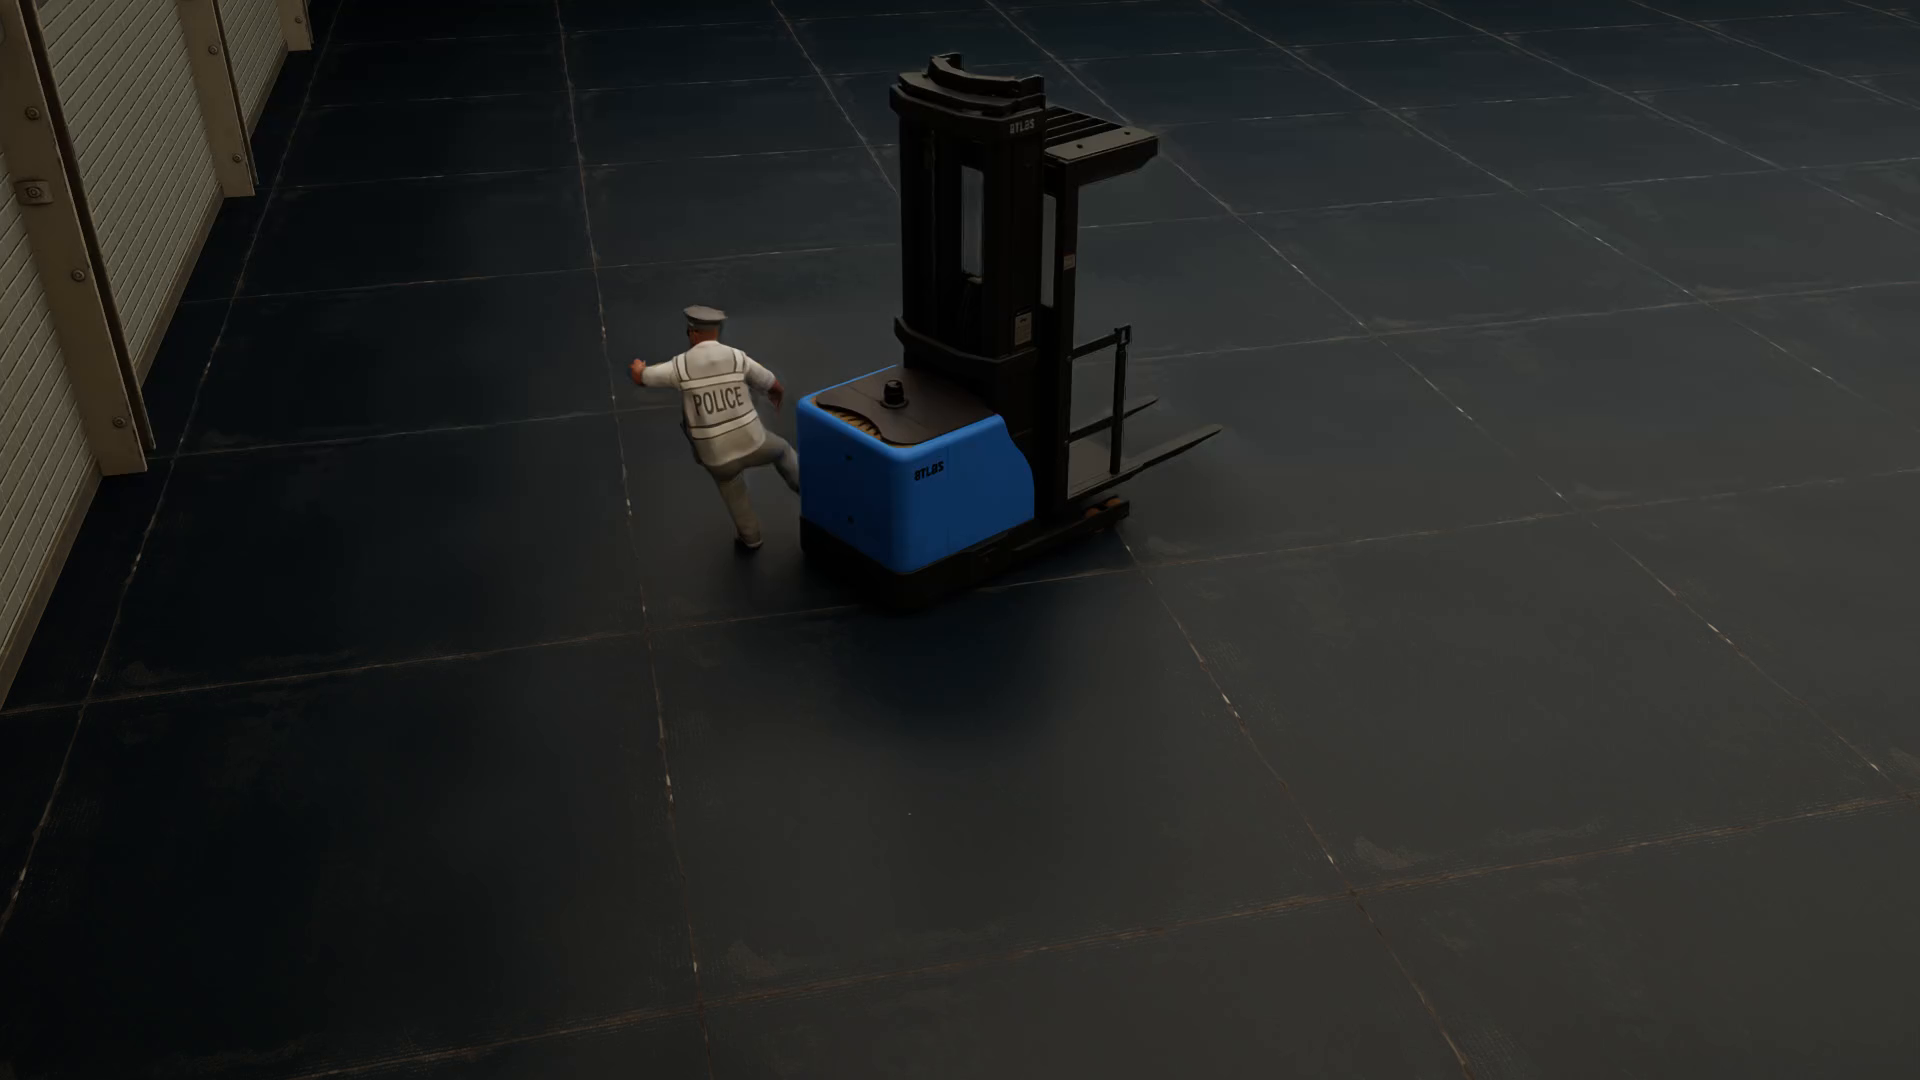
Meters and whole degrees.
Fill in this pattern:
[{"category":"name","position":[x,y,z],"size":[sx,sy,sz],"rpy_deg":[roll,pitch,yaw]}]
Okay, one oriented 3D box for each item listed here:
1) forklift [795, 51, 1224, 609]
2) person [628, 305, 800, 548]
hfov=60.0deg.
[{"category":"forklift","position":[0.454,-1.478,10.128],"size":[3.031,2.935,1.130],"rpy_deg":[-24,38,-35]},{"category":"person","position":[-1.362,-0.743,10.270],"size":[1.230,1.503,0.939],"rpy_deg":[-10,32,-17]}]
